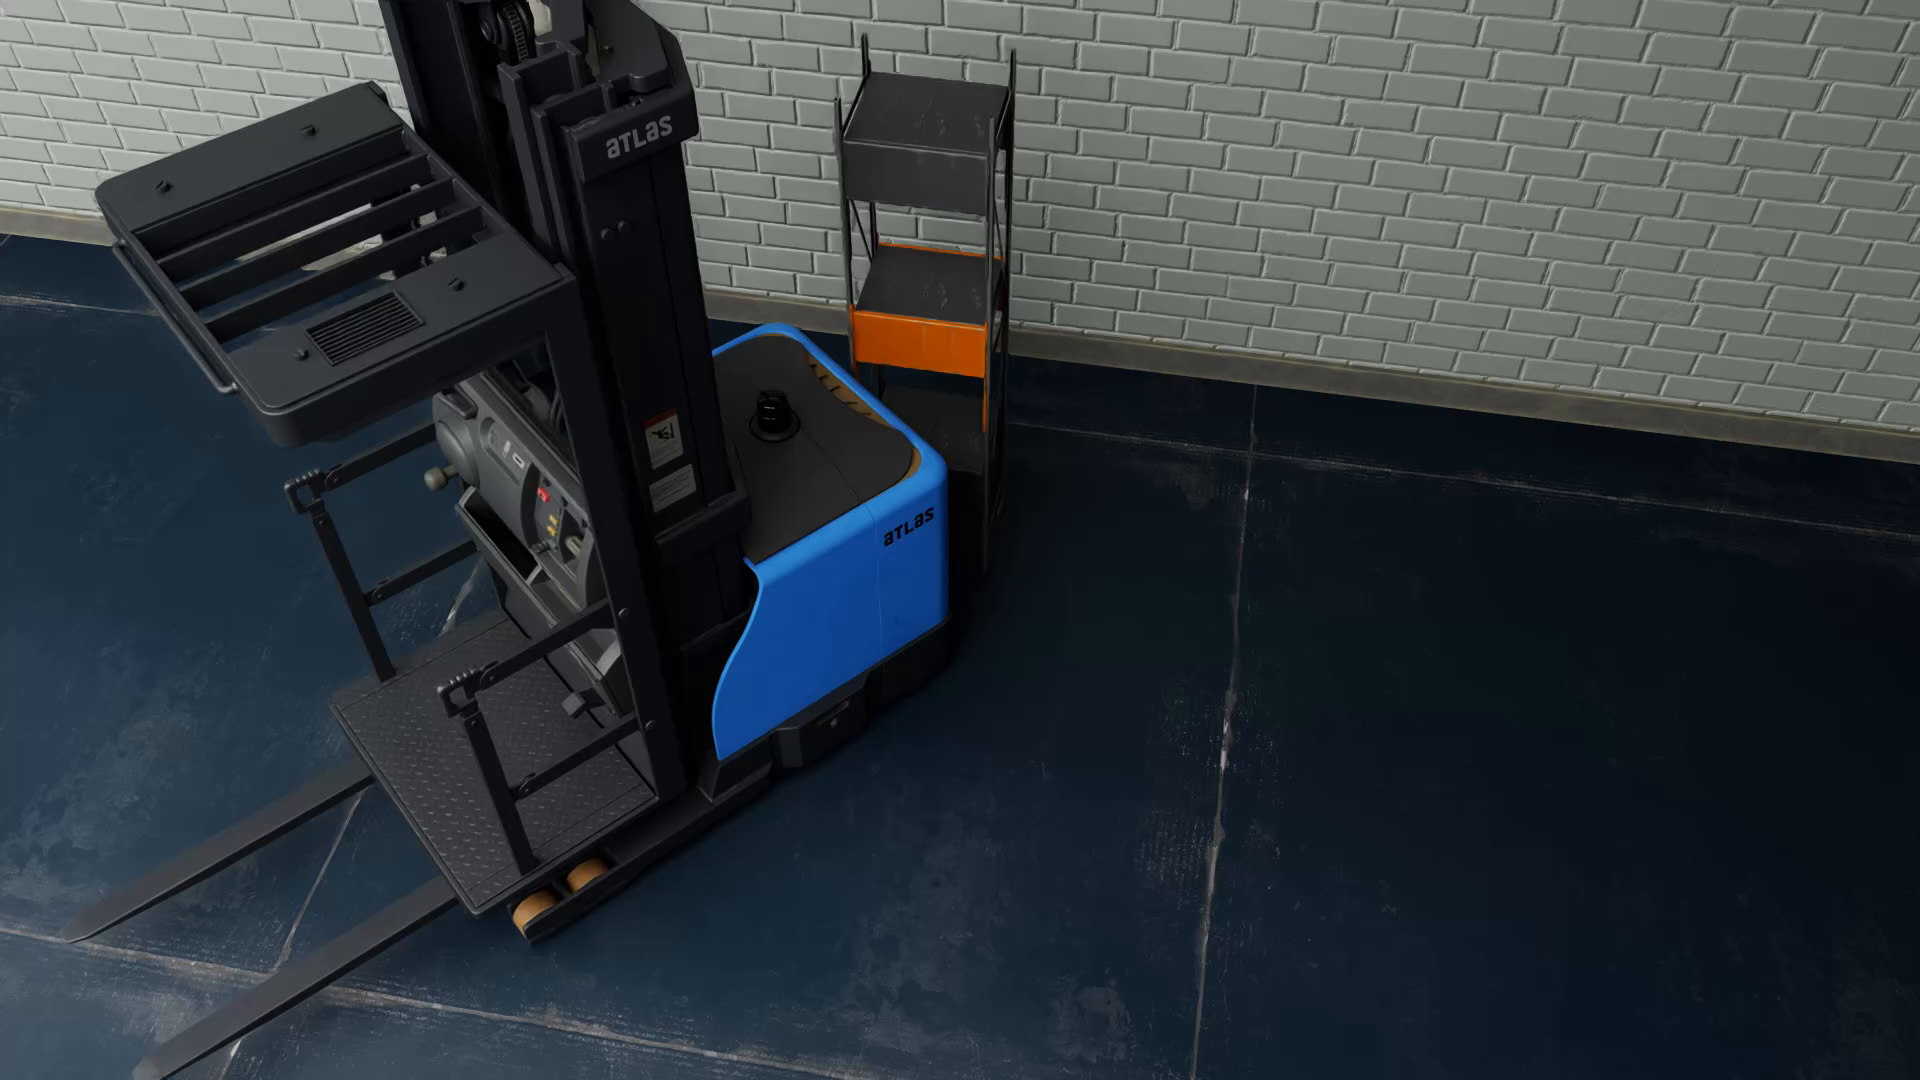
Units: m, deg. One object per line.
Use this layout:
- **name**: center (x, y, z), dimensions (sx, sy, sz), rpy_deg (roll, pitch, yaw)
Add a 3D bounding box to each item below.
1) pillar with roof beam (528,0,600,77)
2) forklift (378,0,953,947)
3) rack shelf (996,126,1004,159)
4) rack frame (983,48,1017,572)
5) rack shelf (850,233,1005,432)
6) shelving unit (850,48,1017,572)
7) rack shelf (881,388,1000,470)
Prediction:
- **pillar with roof beam**: center (-2.431, -0.854, 1.439), dimensions (0.400, 9.000, 9.100), rpy_deg (8, 49, 7)
- **forklift**: center (-1.487, -0.103, 4.844), dimensions (3.031, 2.935, 1.130), rpy_deg (-31, 55, -25)
- **rack shelf**: center (-0.104, -1.282, 5.405), dimensions (0.442, 0.100, 0.332), rpy_deg (8, 49, 7)
- **rack frame**: center (0.136, -0.721, 5.959), dimensions (0.015, 2.100, 0.400), rpy_deg (8, 49, 7)
- **rack shelf**: center (-0.104, -0.747, 6.000), dimensions (0.480, 0.518, 0.431), rpy_deg (8, 49, 7)
- **shelving unit**: center (-0.098, -0.755, 5.989), dimensions (0.492, 2.100, 0.431), rpy_deg (8, 49, 7)
- **rack shelf**: center (-0.104, -0.371, 6.419), dimensions (0.457, 0.174, 0.368), rpy_deg (8, 49, 7)
